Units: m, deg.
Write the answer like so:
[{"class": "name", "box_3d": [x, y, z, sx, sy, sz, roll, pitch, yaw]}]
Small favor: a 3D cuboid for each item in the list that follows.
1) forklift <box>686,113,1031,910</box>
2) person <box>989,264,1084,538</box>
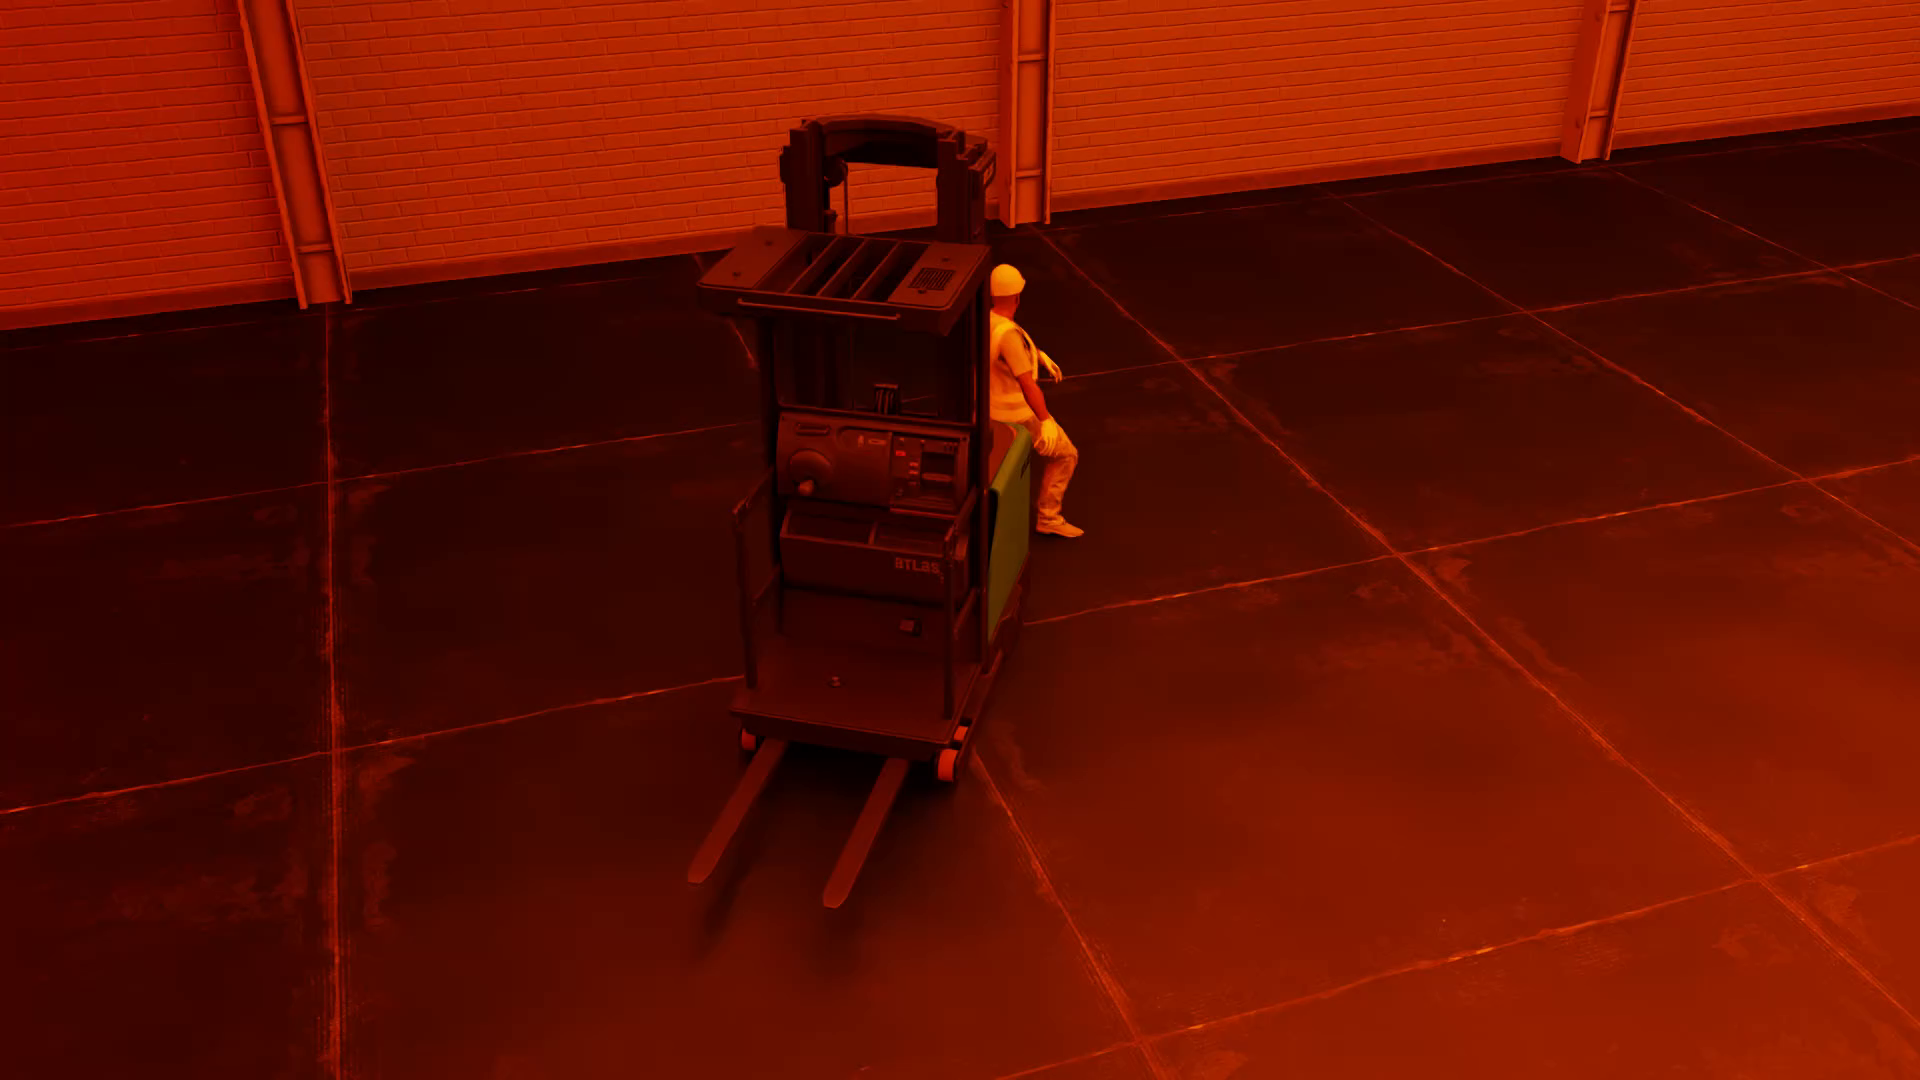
[{"class": "forklift", "box_3d": [-0.463, -0.316, 7.636, 1.130, 2.935, 3.031, 7, 31, 12]}, {"class": "person", "box_3d": [0.431, -0.778, 9.743, 0.638, 1.703, 0.902, -14, 33, -22]}]
